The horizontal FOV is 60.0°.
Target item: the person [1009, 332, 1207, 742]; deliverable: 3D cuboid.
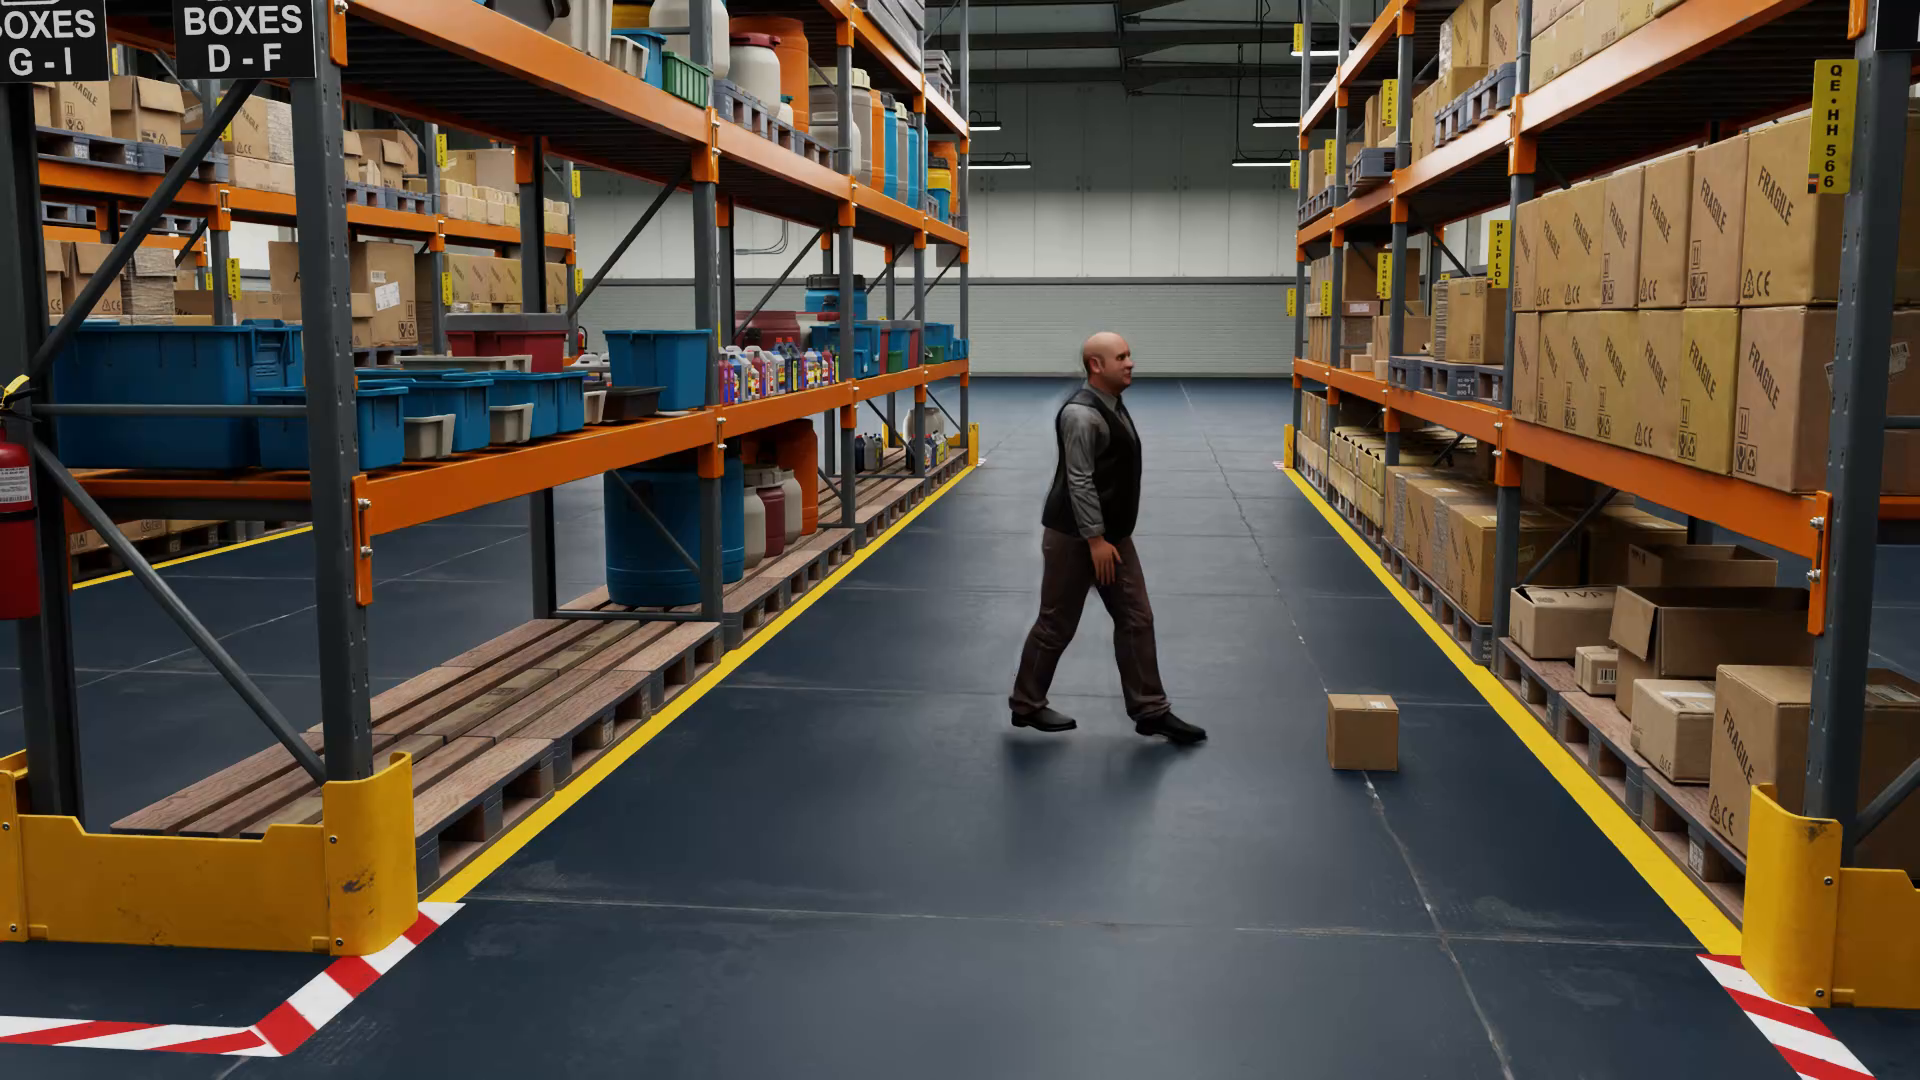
[{"bbox_3d":[0.574,-0.004,6.886,0.827,1.702,0.559,4,8,27],"label":"person"}]
